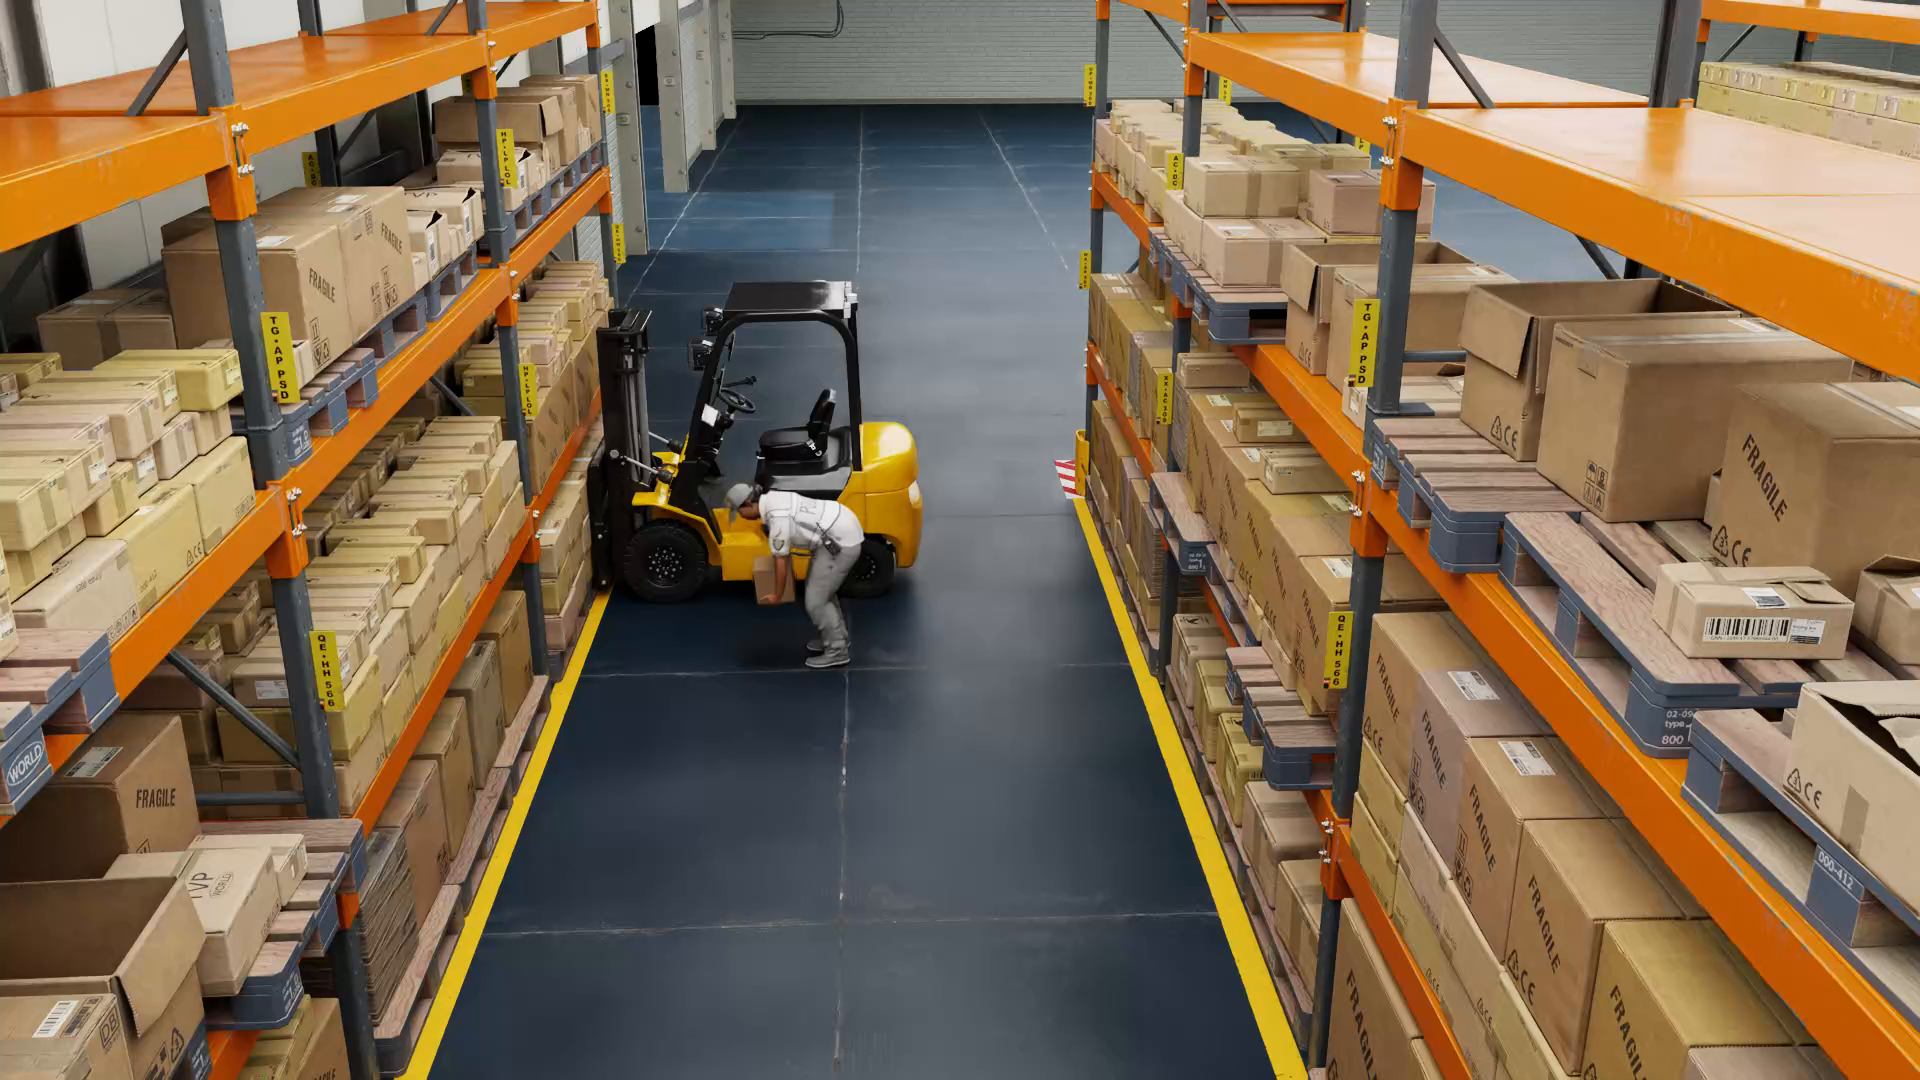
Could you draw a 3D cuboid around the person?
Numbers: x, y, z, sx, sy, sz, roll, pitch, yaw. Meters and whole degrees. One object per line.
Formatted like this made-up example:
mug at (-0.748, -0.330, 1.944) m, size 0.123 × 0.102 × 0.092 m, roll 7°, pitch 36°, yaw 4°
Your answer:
person at (-1.072, 0.215, 11.097) m, size 0.874 × 1.254 × 0.462 m, roll -2°, pitch 21°, yaw -4°
